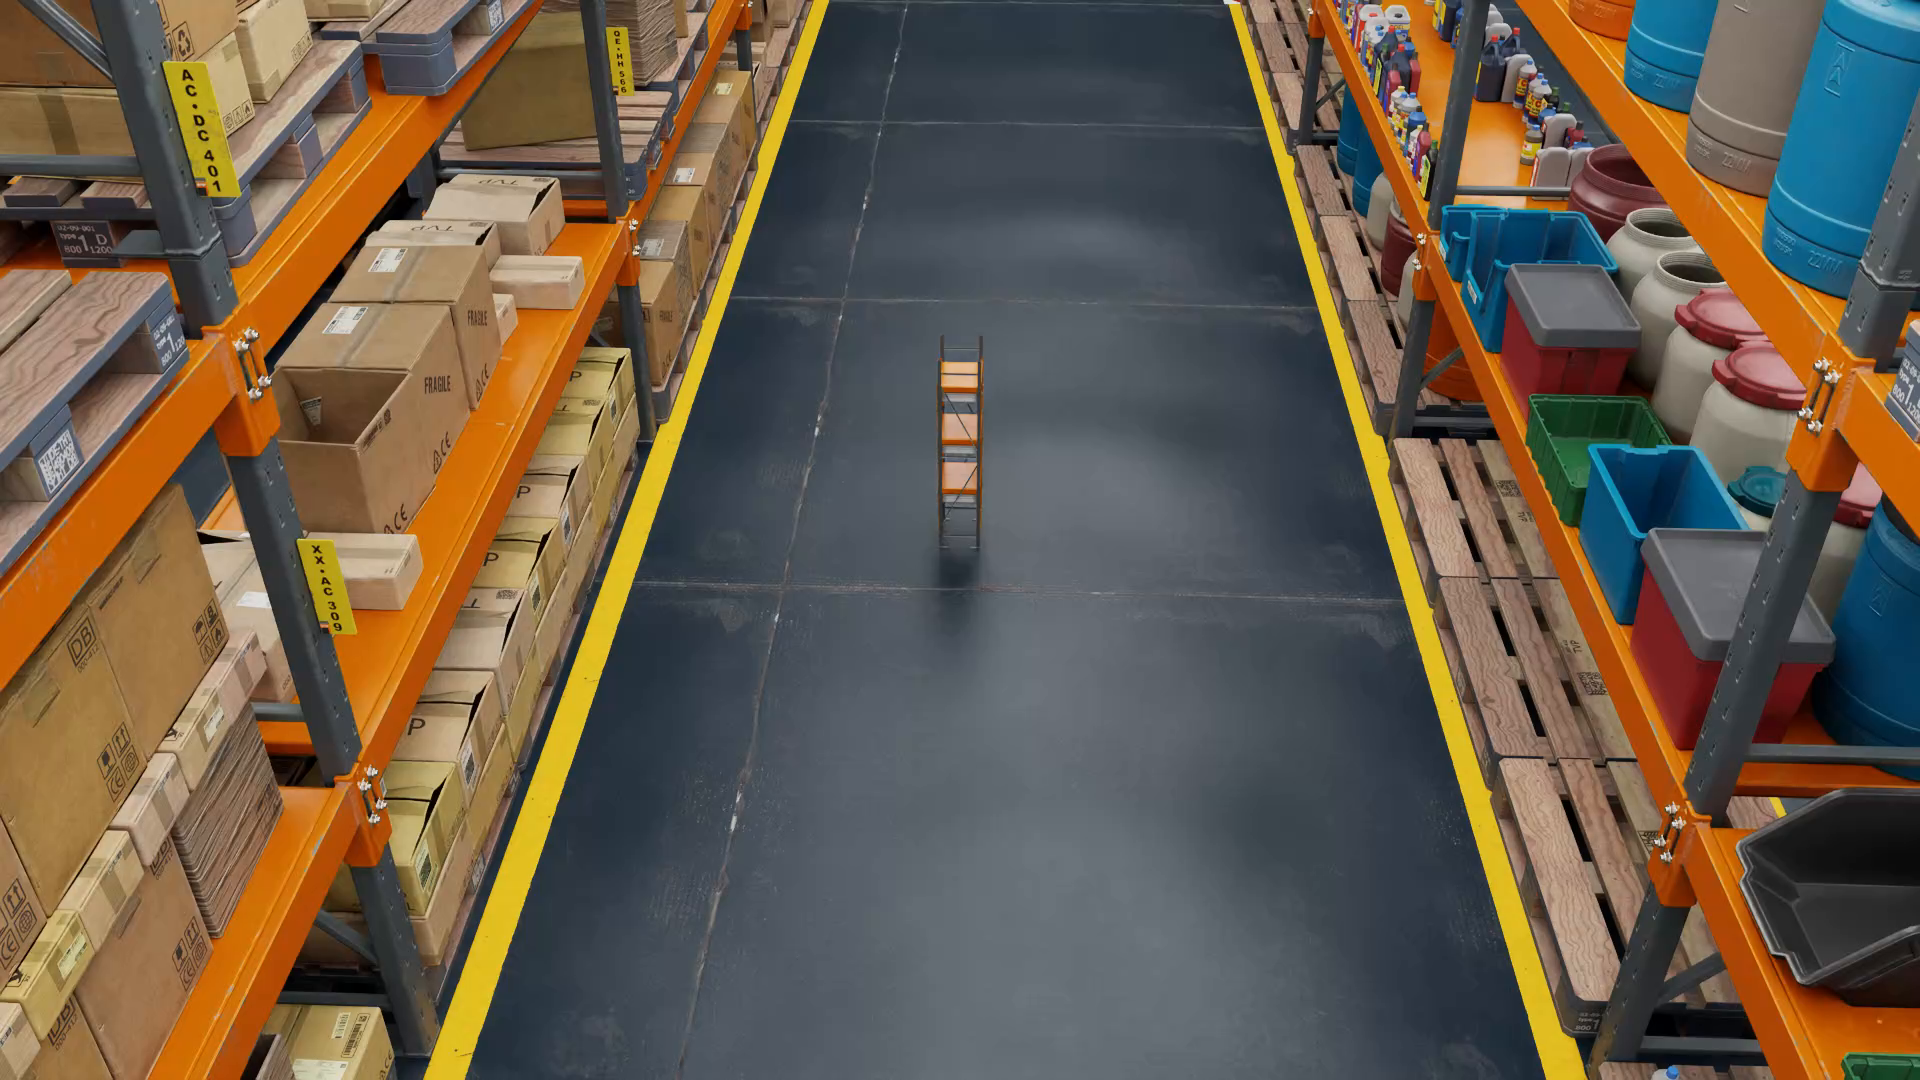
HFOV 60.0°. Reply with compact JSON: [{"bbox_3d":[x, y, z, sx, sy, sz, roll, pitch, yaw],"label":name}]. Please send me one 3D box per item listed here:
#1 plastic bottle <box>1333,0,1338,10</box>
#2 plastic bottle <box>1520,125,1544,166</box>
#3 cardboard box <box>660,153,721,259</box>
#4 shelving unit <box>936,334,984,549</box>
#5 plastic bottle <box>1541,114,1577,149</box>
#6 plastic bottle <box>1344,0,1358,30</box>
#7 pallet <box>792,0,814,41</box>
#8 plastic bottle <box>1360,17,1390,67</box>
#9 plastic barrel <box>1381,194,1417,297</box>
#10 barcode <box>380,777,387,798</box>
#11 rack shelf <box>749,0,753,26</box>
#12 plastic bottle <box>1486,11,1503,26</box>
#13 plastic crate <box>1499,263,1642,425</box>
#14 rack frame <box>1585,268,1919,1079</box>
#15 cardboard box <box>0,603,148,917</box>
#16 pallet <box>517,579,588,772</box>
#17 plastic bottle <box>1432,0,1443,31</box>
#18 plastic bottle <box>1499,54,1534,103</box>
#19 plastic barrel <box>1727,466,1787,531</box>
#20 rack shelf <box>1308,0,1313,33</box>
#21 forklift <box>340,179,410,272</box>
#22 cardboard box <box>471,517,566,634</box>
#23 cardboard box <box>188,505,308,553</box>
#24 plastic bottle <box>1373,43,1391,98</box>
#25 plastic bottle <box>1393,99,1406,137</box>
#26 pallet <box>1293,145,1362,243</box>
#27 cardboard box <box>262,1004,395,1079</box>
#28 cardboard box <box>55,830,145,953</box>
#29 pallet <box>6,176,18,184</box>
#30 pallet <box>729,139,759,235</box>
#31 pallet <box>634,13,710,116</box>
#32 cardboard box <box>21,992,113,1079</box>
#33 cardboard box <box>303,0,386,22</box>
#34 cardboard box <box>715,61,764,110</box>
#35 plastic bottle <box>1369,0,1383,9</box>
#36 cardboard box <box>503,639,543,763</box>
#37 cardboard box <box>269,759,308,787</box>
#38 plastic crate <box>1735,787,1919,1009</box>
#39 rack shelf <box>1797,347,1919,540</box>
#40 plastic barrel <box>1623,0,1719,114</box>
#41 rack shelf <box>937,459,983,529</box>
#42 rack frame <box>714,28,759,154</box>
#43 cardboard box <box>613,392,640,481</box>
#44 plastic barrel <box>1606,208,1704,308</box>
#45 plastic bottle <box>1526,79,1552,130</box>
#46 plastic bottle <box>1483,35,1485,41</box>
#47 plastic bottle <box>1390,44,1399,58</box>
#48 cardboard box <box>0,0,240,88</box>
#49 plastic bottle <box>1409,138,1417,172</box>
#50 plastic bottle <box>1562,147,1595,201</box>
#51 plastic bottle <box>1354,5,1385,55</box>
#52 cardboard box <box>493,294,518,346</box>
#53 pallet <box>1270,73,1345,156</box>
[{"bbox_3d":[2.508,-3.647,10.932,0.061,0.283,0.133,1,35,2],"label":"plastic bottle"},{"bbox_3d":[3.028,-2.092,8.791,0.097,0.201,0.097,0,35,0],"label":"plastic bottle"},{"bbox_3d":[-1.795,-2.092,10.409,0.500,0.500,0.500,0,35,0],"label":"cardboard box"},{"bbox_3d":[0.002,-0.460,7.992,0.215,1.050,0.252,1,35,2],"label":"shelving unit"},{"bbox_3d":[3.153,-2.130,8.780,0.152,0.276,0.135,1,35,2],"label":"plastic bottle"},{"bbox_3d":[2.509,-3.386,10.571,0.097,0.271,0.097,0,35,0],"label":"plastic bottle"},{"bbox_3d":[-1.868,-4.744,14.817,1.003,0.211,1.213,1,35,2],"label":"pallet"},{"bbox_3d":[2.509,-2.999,10.017,0.152,0.276,0.135,1,35,2],"label":"plastic bottle"},{"bbox_3d":[2.842,-1.790,9.920,0.600,0.588,0.708,1,35,2],"label":"plastic barrel"},{"bbox_3d":[-1.890,0.820,5.430,0.001,0.075,0.075,1,35,2],"label":"barcode"},{"bbox_3d":[-1.914,-4.943,13.301,1.077,0.370,4.000,1,35,2],"label":"rack shelf"},{"bbox_3d":[3.221,-3.111,10.175,0.152,0.276,0.135,1,35,2],"label":"plastic bottle"},{"bbox_3d":[2.423,-0.779,6.694,0.402,0.464,0.583,1,35,2],"label":"plastic crate"},{"bbox_3d":[2.633,0.624,4.753,1.000,3.000,0.127,1,35,2],"label":"rack frame"},{"bbox_3d":[-2.346,0.481,3.741,0.700,0.500,0.500,1,35,2],"label":"cardboard box"},{"bbox_3d":[-2.279,0.521,7.324,1.003,0.211,1.213,1,35,2],"label":"pallet"},{"bbox_3d":[3.101,-3.420,10.550,0.144,0.351,0.185,1,35,2],"label":"plastic bottle"},{"bbox_3d":[3.190,-2.661,9.536,0.152,0.276,0.135,1,35,2],"label":"plastic bottle"},{"bbox_3d":[2.840,-0.076,5.870,0.301,0.262,0.301,0,35,0],"label":"plastic barrel"},{"bbox_3d":[3.035,-4.827,13.135,1.077,0.370,4.000,1,35,2],"label":"rack shelf"},{"bbox_3d":[-4.380,-3.094,10.103,1.130,2.935,3.031,1,35,1],"label":"forklift"},{"bbox_3d":[-1.990,0.116,7.014,0.500,0.311,0.500,2,35,3],"label":"cardboard box"},{"bbox_3d":[-2.464,0.053,5.683,0.396,0.266,0.258,1,35,1],"label":"cardboard box"},{"bbox_3d":[2.443,-2.708,9.596,0.061,0.283,0.133,1,35,2],"label":"plastic bottle"},{"bbox_3d":[2.436,-2.313,9.105,0.097,0.201,0.097,0,35,0],"label":"plastic bottle"},{"bbox_3d":[2.882,-2.389,11.466,1.003,0.211,1.213,1,35,2],"label":"pallet"},{"bbox_3d":[-2.116,1.732,5.203,0.500,0.250,0.500,1,35,2],"label":"cardboard box"},{"bbox_3d":[-2.142,0.806,3.844,0.380,0.149,0.250,1,35,2],"label":"cardboard box"},{"bbox_3d":[-6.900,-2.615,11.787,1.003,0.211,1.213,1,35,2],"label":"pallet"},{"bbox_3d":[-1.989,-2.480,11.595,1.003,0.211,1.213,1,35,2],"label":"pallet"},{"bbox_3d":[-2.082,-2.830,9.834,1.003,0.211,1.213,1,35,2],"label":"pallet"},{"bbox_3d":[-2.366,1.313,3.686,0.700,0.500,0.500,2,35,3],"label":"cardboard box"},{"bbox_3d":[-2.178,-1.927,5.540,0.500,0.250,0.500,-2,35,-2],"label":"cardboard box"},{"bbox_3d":[-1.762,-3.405,12.442,0.500,0.311,0.500,1,35,2],"label":"cardboard box"},{"bbox_3d":[2.666,-3.431,10.697,0.097,0.201,0.097,0,35,0],"label":"plastic bottle"},{"bbox_3d":[-2.012,0.643,6.752,0.500,0.250,0.500,0,35,0],"label":"cardboard box"},{"bbox_3d":[-2.586,0.992,5.768,0.500,0.311,0.500,1,35,2],"label":"cardboard box"},{"bbox_3d":[2.485,0.947,4.347,0.767,0.338,0.504,1,35,2],"label":"plastic crate"},{"bbox_3d":[2.553,0.840,2.463,1.077,0.370,4.000,1,35,2],"label":"rack shelf"},{"bbox_3d":[2.489,-1.857,5.239,0.600,0.901,0.708,1,35,2],"label":"plastic barrel"},{"bbox_3d":[0.002,-0.224,8.158,0.215,0.259,0.240,1,35,2],"label":"rack shelf"},{"bbox_3d":[-1.995,-4.089,11.459,1.000,3.000,0.127,1,35,2],"label":"rack frame"},{"bbox_3d":[-1.933,-0.530,8.421,0.500,0.250,0.500,2,35,3],"label":"cardboard box"},{"bbox_3d":[2.966,-1.124,7.143,0.421,0.512,0.421,0,35,0],"label":"plastic barrel"},{"bbox_3d":[3.200,-2.404,9.173,0.097,0.271,0.097,0,35,0],"label":"plastic bottle"},{"bbox_3d":[3.087,-2.968,9.976,0.097,0.271,0.097,0,35,0],"label":"plastic bottle"},{"bbox_3d":[2.503,-2.707,9.594,0.061,0.283,0.133,1,35,2],"label":"plastic bottle"},{"bbox_3d":[-2.252,-1.490,4.266,0.500,0.500,0.500,2,35,2],"label":"cardboard box"},{"bbox_3d":[2.416,-2.034,8.708,0.097,0.201,0.097,0,35,0],"label":"plastic bottle"},{"bbox_3d":[3.134,-1.864,8.402,0.152,0.276,0.135,1,35,2],"label":"plastic bottle"},{"bbox_3d":[2.518,-3.132,10.206,0.152,0.276,0.135,1,35,2],"label":"plastic bottle"},{"bbox_3d":[-2.150,-0.954,7.217,0.380,0.149,0.250,4,35,5],"label":"cardboard box"},{"bbox_3d":[2.945,-3.255,12.697,1.003,0.211,1.213,1,35,2],"label":"pallet"}]
